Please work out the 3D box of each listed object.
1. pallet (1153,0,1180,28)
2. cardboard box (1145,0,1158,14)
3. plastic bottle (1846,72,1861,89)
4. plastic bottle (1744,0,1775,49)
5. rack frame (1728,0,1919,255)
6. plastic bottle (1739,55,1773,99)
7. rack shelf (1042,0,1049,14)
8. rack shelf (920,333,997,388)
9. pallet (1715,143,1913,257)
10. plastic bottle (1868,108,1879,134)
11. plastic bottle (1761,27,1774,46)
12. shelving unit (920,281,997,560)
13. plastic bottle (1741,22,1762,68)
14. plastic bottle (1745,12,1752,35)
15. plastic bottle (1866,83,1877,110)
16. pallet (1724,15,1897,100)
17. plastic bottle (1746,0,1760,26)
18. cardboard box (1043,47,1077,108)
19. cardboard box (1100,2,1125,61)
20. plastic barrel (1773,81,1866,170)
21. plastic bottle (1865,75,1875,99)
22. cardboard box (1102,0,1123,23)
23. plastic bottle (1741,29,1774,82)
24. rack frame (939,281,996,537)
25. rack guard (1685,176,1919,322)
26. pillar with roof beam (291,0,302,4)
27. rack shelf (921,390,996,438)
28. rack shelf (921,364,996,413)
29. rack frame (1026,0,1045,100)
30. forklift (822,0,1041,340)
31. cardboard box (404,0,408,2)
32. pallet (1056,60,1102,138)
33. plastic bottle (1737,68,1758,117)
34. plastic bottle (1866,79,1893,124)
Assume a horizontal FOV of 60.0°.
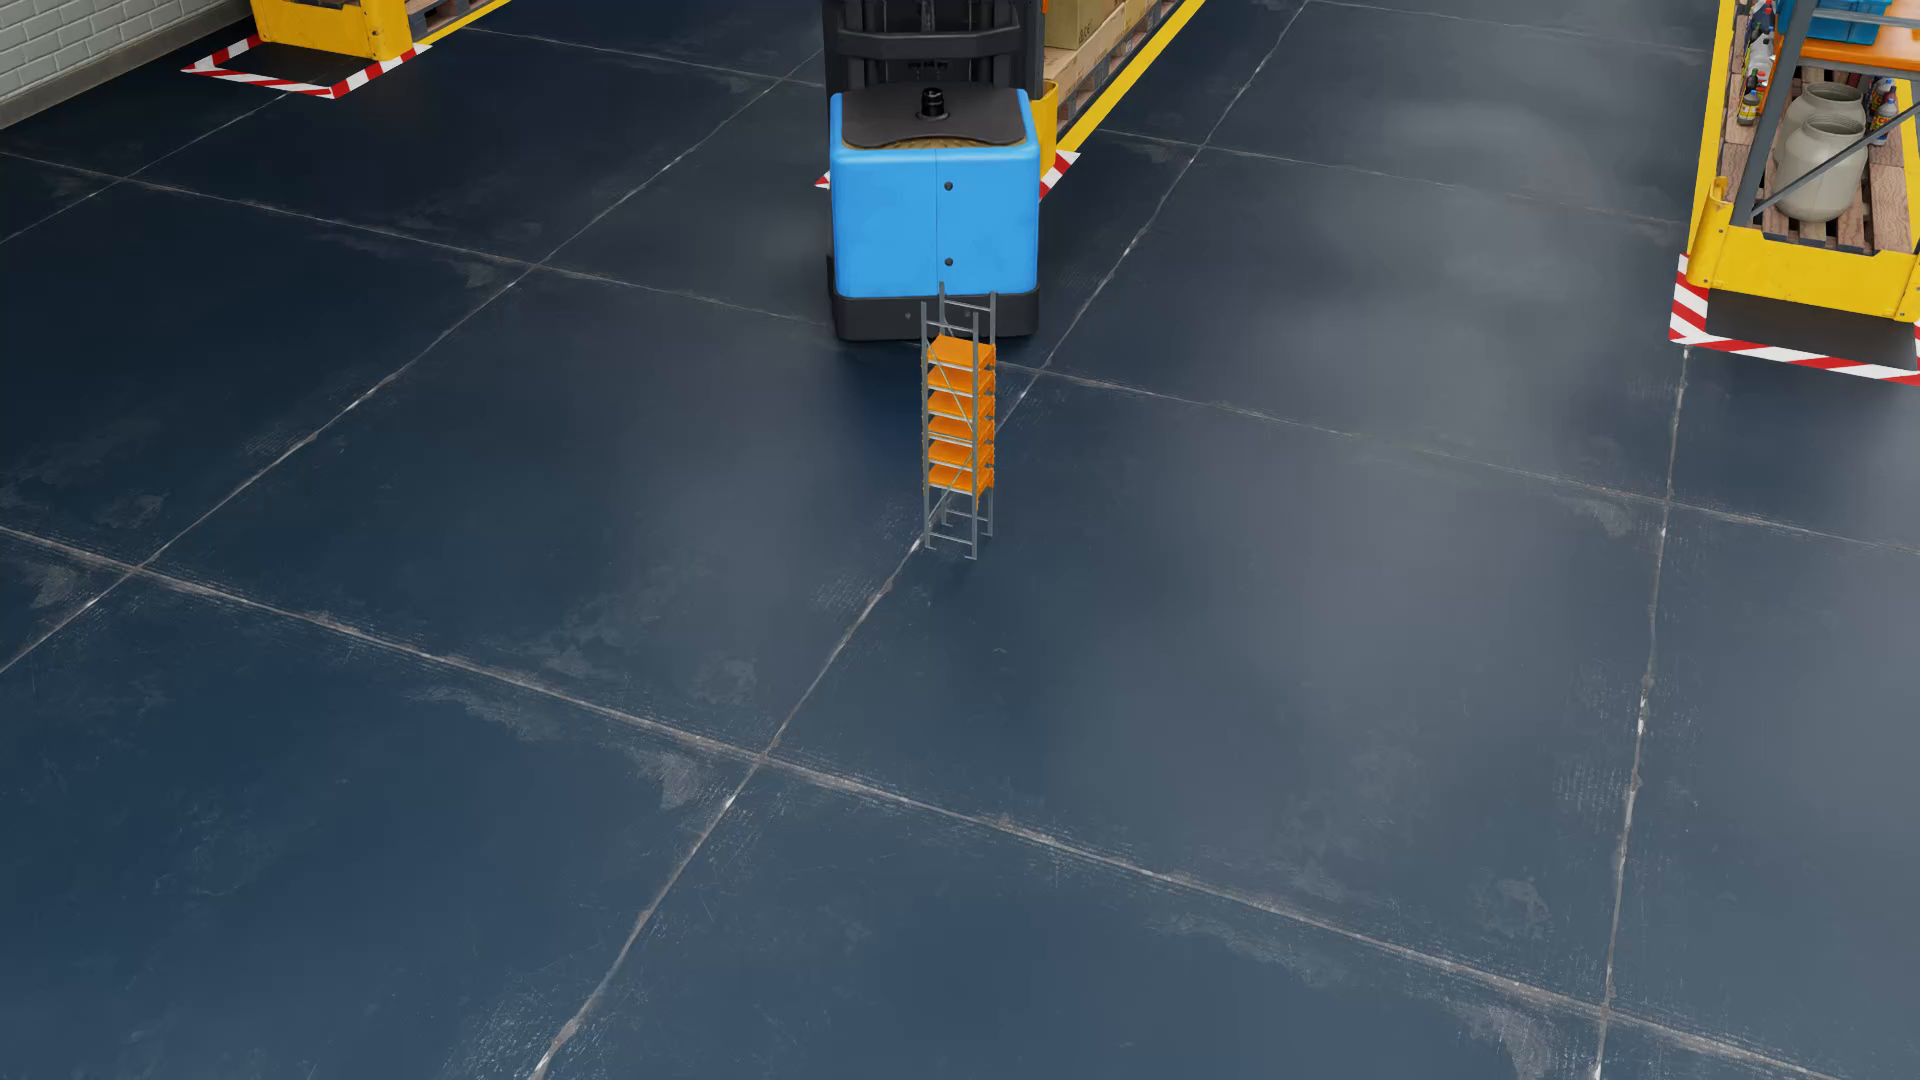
[{"bbox_3d":[1.202,-4.312,12.842,1.003,0.211,1.213,14,39,18],"label":"pallet"},{"bbox_3d":[1.193,-4.065,12.129,0.500,0.250,0.500,14,39,18],"label":"cardboard box"},{"bbox_3d":[5.784,-3.045,10.719,0.061,0.283,0.133,14,39,18],"label":"plastic bottle"},{"bbox_3d":[5.432,-3.492,11.261,0.144,0.351,0.185,15,39,19],"label":"plastic bottle"},{"bbox_3d":[4.601,-2.514,8.108,1.000,3.000,0.127,14,39,18],"label":"rack frame"},{"bbox_3d":[5.068,-2.926,10.567,0.152,0.276,0.135,13,39,16],"label":"plastic bottle"},{"bbox_3d":[0.782,-4.464,11.318,1.077,0.370,4.000,14,39,18],"label":"rack shelf"},{"bbox_3d":[-0.005,-0.725,6.691,0.258,0.103,0.180,14,39,18],"label":"rack shelf"},{"bbox_3d":[4.900,-1.899,9.614,1.003,0.211,1.213,14,39,18],"label":"pallet"},{"bbox_3d":[5.618,-2.560,10.139,0.097,0.201,0.097,0,37,0],"label":"plastic bottle"},{"bbox_3d":[5.339,-3.266,11.025,0.097,0.271,0.097,0,37,0],"label":"plastic bottle"},{"bbox_3d":[-0.006,-0.473,6.880,0.258,1.200,0.189,14,39,18],"label":"shelving unit"},{"bbox_3d":[5.259,-3.278,11.032,0.061,0.283,0.133,16,40,20],"label":"plastic bottle"},{"bbox_3d":[5.519,-3.595,11.524,0.097,0.201,0.097,0,37,0],"label":"plastic bottle"},{"bbox_3d":[5.785,-2.803,10.464,0.097,0.201,0.097,0,37,0],"label":"plastic bottle"},{"bbox_3d":[5.829,-3.250,11.421,1.003,0.211,1.213,14,39,18],"label":"pallet"},{"bbox_3d":[5.596,-3.736,11.654,0.097,0.271,0.097,0,37,0],"label":"plastic bottle"},{"bbox_3d":[0.431,-2.958,10.648,0.500,0.250,0.500,14,39,18],"label":"cardboard box"},{"bbox_3d":[0.809,-3.512,11.389,0.500,0.250,0.500,14,39,18],"label":"cardboard box"},{"bbox_3d":[4.971,-2.345,9.610,0.421,0.512,0.421,0,37,0],"label":"plastic barrel"},{"bbox_3d":[5.863,-2.916,10.616,0.097,0.201,0.097,0,37,0],"label":"plastic bottle"},{"bbox_3d":[0.798,-3.815,11.168,0.500,0.500,0.500,14,39,18],"label":"cardboard box"},{"bbox_3d":[5.198,-3.152,10.807,0.144,0.351,0.185,14,39,17],"label":"plastic bottle"},{"bbox_3d":[0.029,-0.523,6.948,0.240,1.200,0.006,14,39,18],"label":"rack frame"},{"bbox_3d":[4.586,-1.566,8.927,1.175,0.500,0.348,14,39,18],"label":"rack guard"},{"bbox_3d":[-1.114,-6.778,8.802,9.100,9.000,0.400,14,39,18],"label":"pillar with roof beam"},{"bbox_3d":[-0.006,-0.533,6.835,0.258,0.103,0.180,14,39,18],"label":"rack shelf"},{"bbox_3d":[-0.006,-0.629,6.763,0.258,0.103,0.180,14,39,18],"label":"rack shelf"},{"bbox_3d":[0.021,-3.645,9.621,1.000,3.000,0.127,14,39,18],"label":"rack frame"},{"bbox_3d":[-0.199,-3.054,8.888,1.130,2.935,3.031,-2,37,-3],"label":"forklift"},{"bbox_3d":[-4.215,-4.233,12.286,0.500,0.311,0.500,10,38,13],"label":"cardboard box"},{"bbox_3d":[0.274,-2.961,11.035,1.003,0.211,1.213,14,39,18],"label":"pallet"},{"bbox_3d":[4.922,-2.788,10.376,0.061,0.283,0.133,15,39,19],"label":"plastic bottle"},{"bbox_3d":[5.709,-2.720,10.295,0.097,0.271,0.097,0,37,0],"label":"plastic bottle"}]
